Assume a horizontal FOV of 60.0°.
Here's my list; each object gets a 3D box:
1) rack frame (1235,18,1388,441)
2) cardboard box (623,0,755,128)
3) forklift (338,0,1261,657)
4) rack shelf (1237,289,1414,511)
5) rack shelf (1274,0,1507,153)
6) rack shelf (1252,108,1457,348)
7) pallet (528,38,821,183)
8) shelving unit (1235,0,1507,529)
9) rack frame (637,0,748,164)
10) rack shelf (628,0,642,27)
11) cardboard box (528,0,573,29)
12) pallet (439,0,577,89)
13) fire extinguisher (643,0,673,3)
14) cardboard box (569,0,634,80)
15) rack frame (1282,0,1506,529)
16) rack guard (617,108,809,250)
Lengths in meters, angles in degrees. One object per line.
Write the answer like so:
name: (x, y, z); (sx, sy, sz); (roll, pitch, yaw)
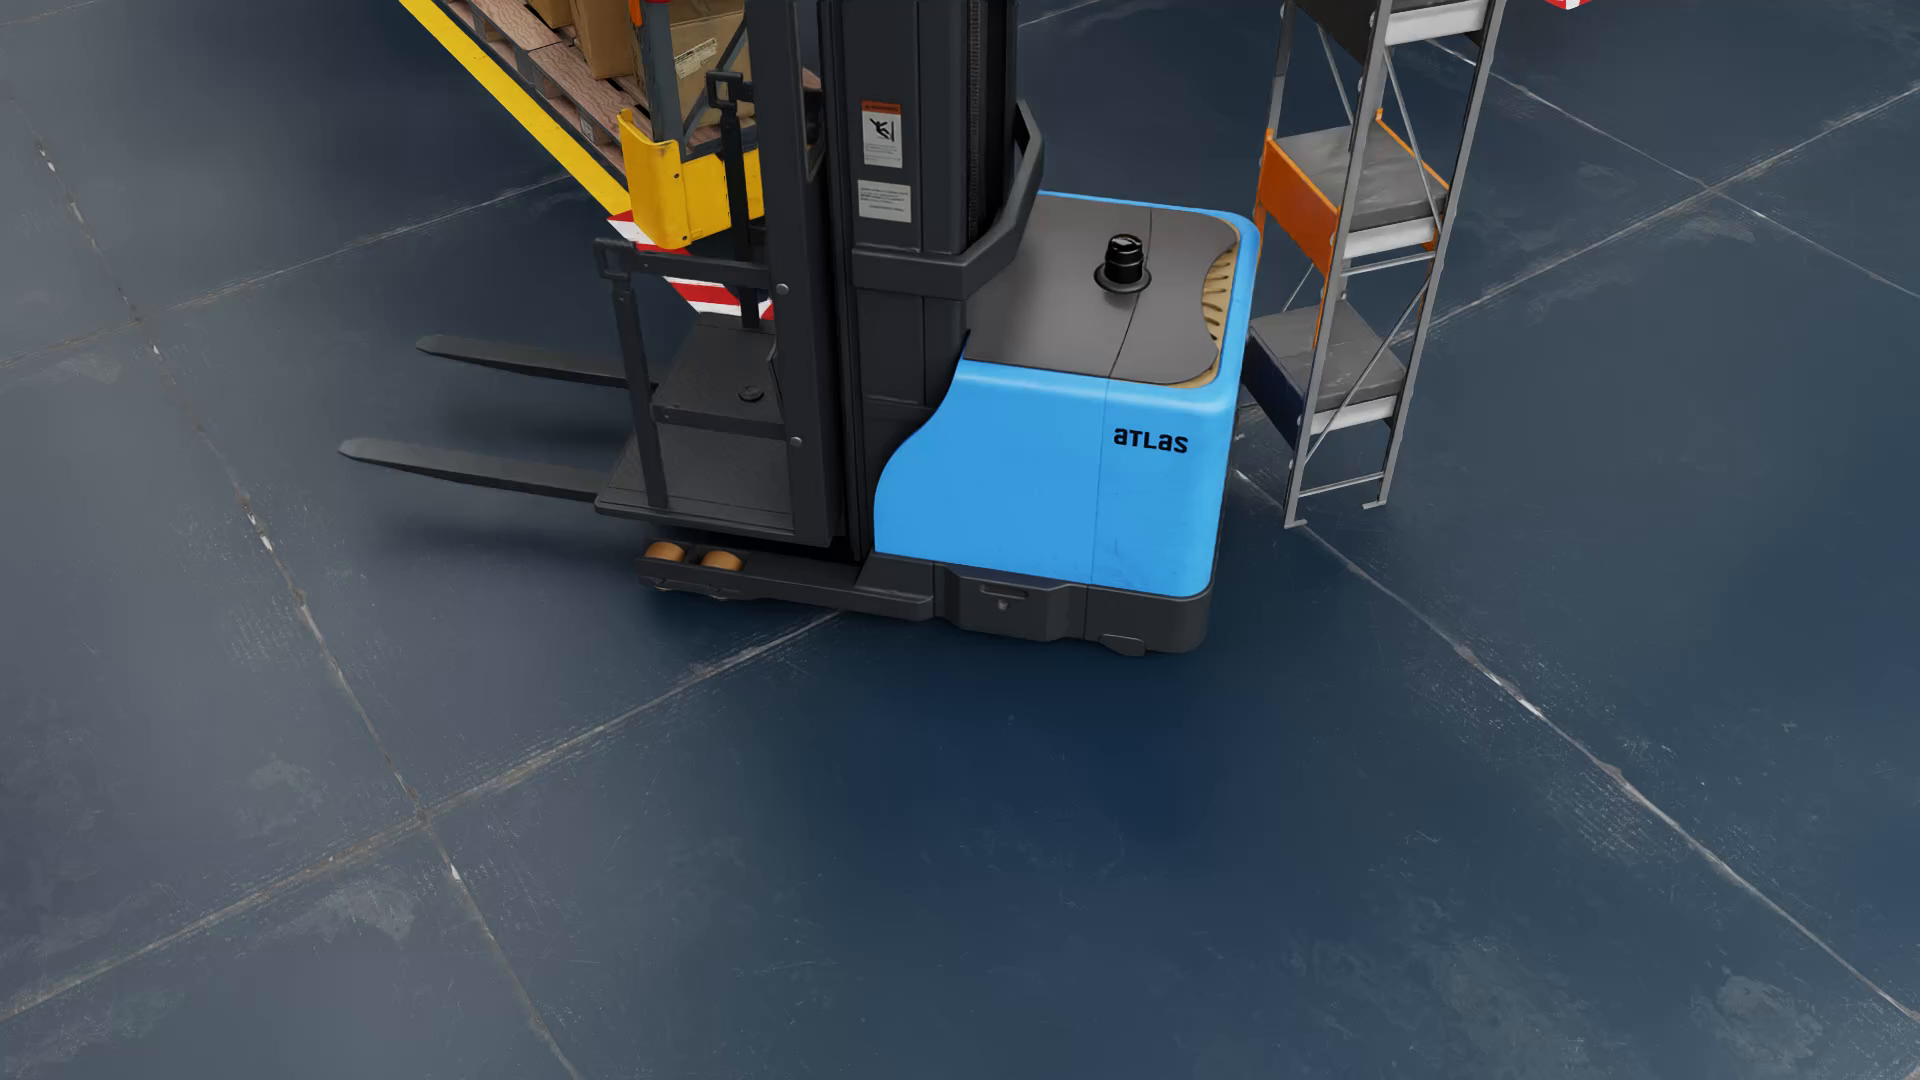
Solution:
rack frame: (1.155, -1.164, 5.449); (0.400, 2.100, 0.015); (-13, 45, -14)
cardboard box: (-1.163, -2.189, 7.376); (0.500, 0.500, 0.500); (-17, 46, -17)
forklift: (-0.604, -1.210, 4.895); (3.031, 2.935, 1.130); (8, 44, 9)
rack shelf: (1.235, -0.489, 5.775); (0.431, 0.518, 0.480); (-13, 45, -14)
rack shelf: (1.235, -1.502, 4.808); (0.431, 0.518, 0.480); (-13, 45, -14)
rack shelf: (1.235, -0.995, 5.292); (0.431, 0.518, 0.480); (-13, 45, -14)
pallet: (-1.299, -2.089, 7.785); (1.003, 0.211, 1.213); (-26, 49, -24)
shelving unit: (1.235, -1.005, 5.282); (0.431, 2.100, 0.503); (-13, 45, -14)
rack frame: (-0.820, -2.581, 6.281); (1.000, 3.000, 0.127); (-26, 49, -24)
rack shelf: (-1.964, -3.453, 7.716); (1.077, 0.370, 4.000); (-26, 49, -24)
cardboard box: (-1.876, -2.876, 8.096); (0.500, 0.500, 0.500); (-21, 48, -21)
pallet: (-1.993, -2.779, 8.509); (1.003, 0.211, 1.213); (-26, 49, -24)
fire extinguisher: (-1.132, -2.306, 6.049); (0.296, 0.674, 0.183); (-26, 49, -24)
cardboard box: (-1.533, -2.514, 7.717); (0.500, 0.500, 0.500); (-14, 45, -14)
rack frame: (1.314, -0.846, 5.115); (0.400, 2.100, 0.015); (-13, 45, -14)
rack guard: (-0.863, -1.719, 7.189); (1.175, 0.500, 0.348); (-26, 49, -24)
